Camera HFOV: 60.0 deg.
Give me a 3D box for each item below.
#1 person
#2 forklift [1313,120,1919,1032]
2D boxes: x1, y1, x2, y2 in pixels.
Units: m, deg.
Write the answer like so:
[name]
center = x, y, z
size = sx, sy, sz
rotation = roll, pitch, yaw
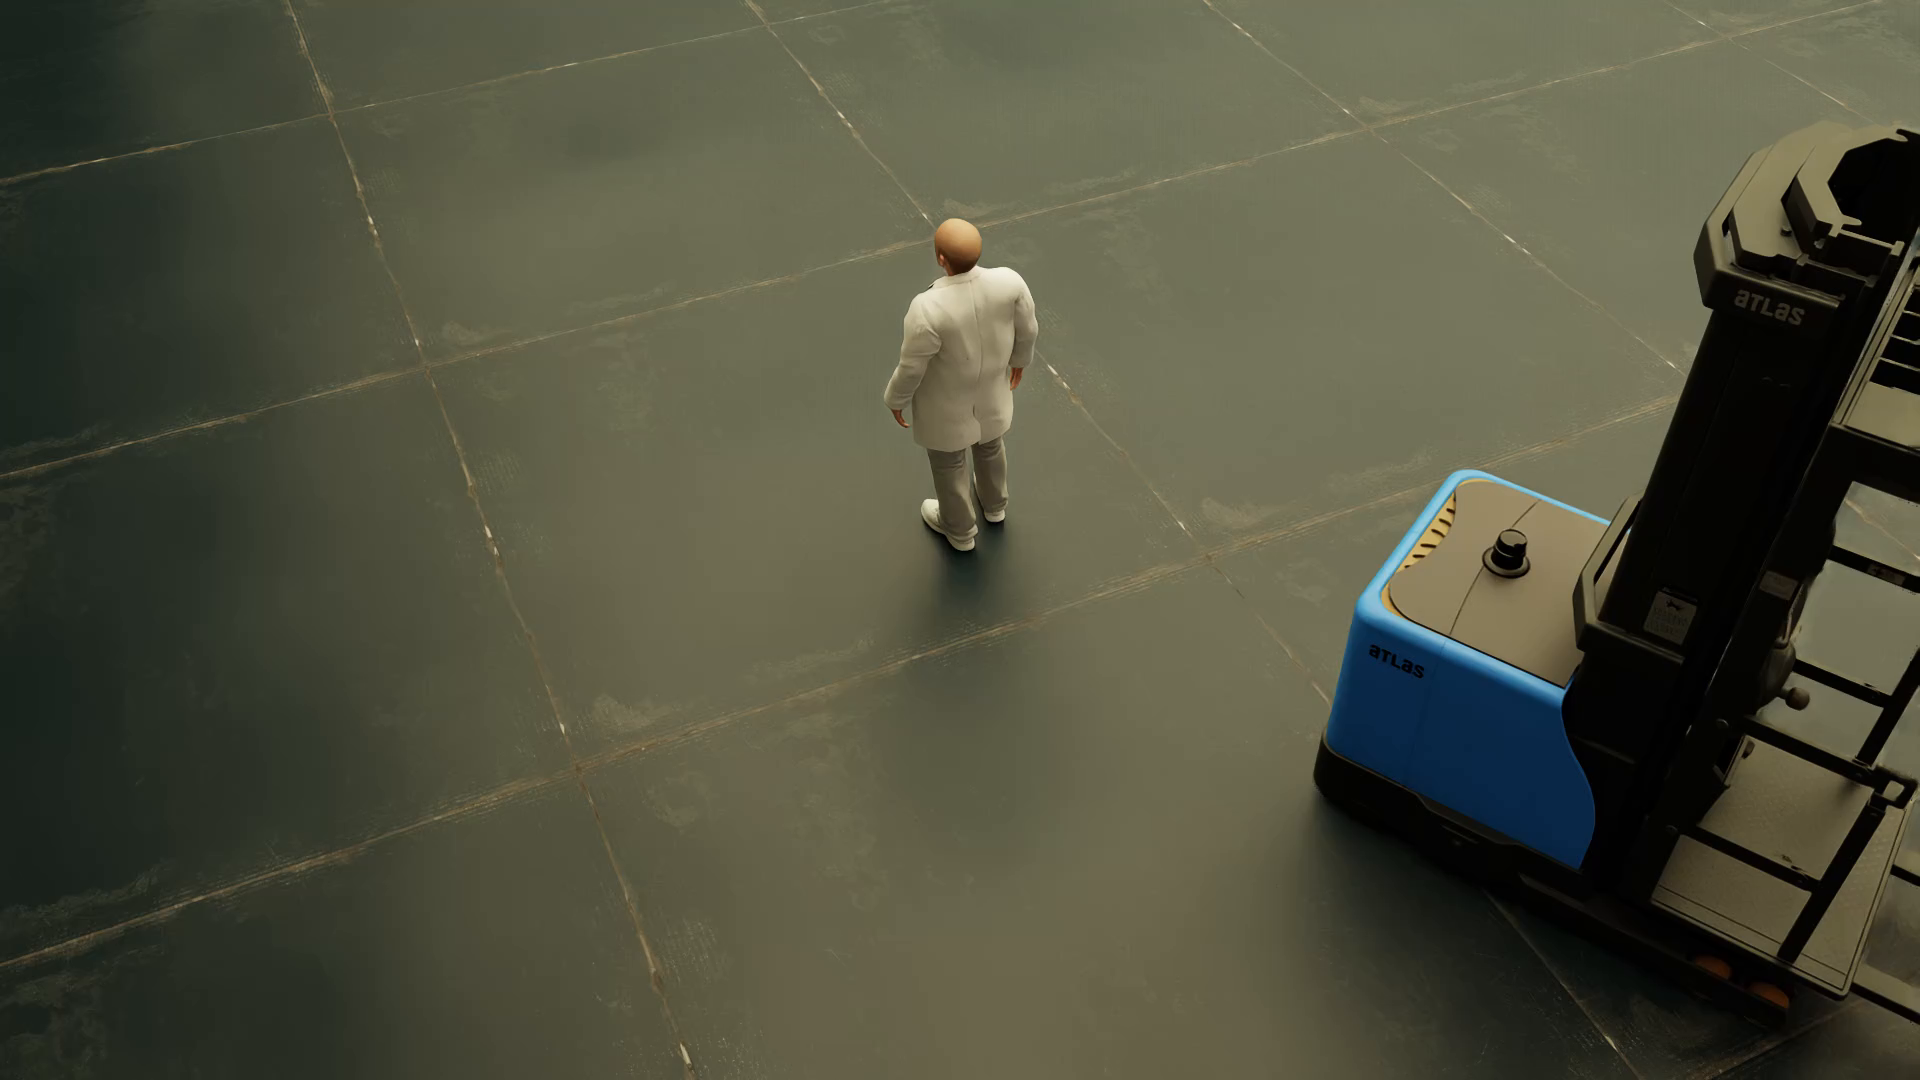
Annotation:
[person]
center = -0.034, -0.712, 7.278
size = 0.696, 1.776, 0.581
rotation = -18, 46, -18
[forklift]
center = 2.925, 0.255, 5.407
size = 3.031, 2.935, 1.130
rotation = 25, 49, 25
